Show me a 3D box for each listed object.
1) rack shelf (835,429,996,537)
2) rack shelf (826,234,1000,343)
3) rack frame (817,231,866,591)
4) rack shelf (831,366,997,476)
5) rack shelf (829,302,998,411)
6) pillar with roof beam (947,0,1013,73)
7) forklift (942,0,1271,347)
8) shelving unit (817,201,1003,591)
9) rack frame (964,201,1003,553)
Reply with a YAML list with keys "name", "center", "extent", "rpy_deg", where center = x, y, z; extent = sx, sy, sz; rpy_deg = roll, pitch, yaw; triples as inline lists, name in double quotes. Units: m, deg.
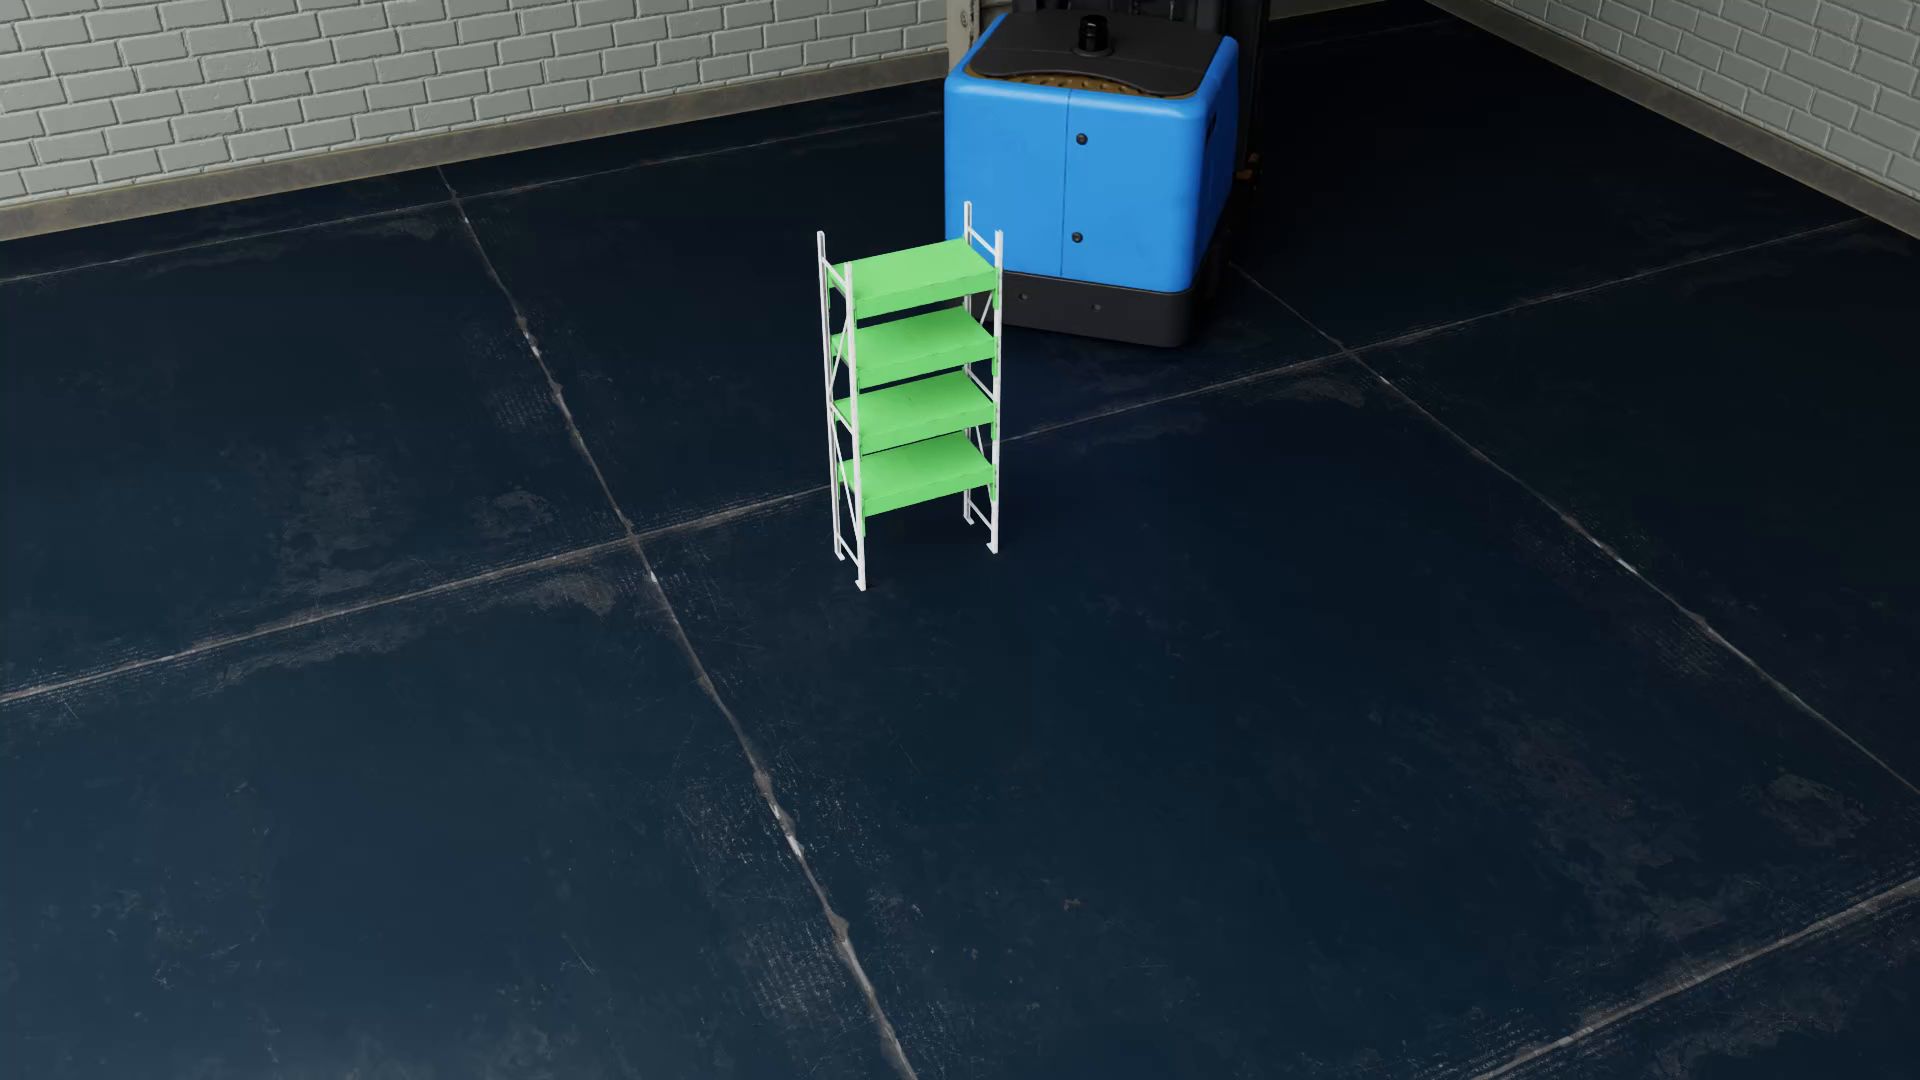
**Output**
- name: "rack shelf"
  center: [-0.150, -0.196, 5.517]
  extent: [0.480, 0.148, 0.258]
  rpy_deg: [-16, 39, -20]
- name: "rack shelf"
  center: [-0.150, -0.774, 5.088]
  extent: [0.480, 0.148, 0.258]
  rpy_deg: [-16, 39, -20]
- name: "rack frame"
  center: [-0.371, -0.378, 5.253]
  extent: [0.015, 1.200, 0.240]
  rpy_deg: [-16, 39, -20]
- name: "rack shelf"
  center: [-0.150, -0.389, 5.374]
  extent: [0.480, 0.148, 0.258]
  rpy_deg: [-16, 39, -20]
- name: "rack shelf"
  center: [-0.150, -0.581, 5.231]
  extent: [0.480, 0.148, 0.258]
  rpy_deg: [-16, 39, -20]
- name: "pillar with roof beam"
  center: [2.000, -3.849, 3.385]
  extent: [0.400, 9.000, 9.100]
  rpy_deg: [-16, 39, -20]
- name: "forklift"
  center: [0.839, -2.829, 7.104]
  extent: [1.130, 2.935, 3.031]
  rpy_deg: [10, 38, 13]
- name: "shelving unit"
  center: [-0.150, -0.440, 5.336]
  extent: [0.503, 1.200, 0.258]
  rpy_deg: [-16, 39, -20]
- name: "rack frame"
  center: [0.071, -0.502, 5.419]
  extent: [0.015, 1.200, 0.240]
  rpy_deg: [-16, 39, -20]
